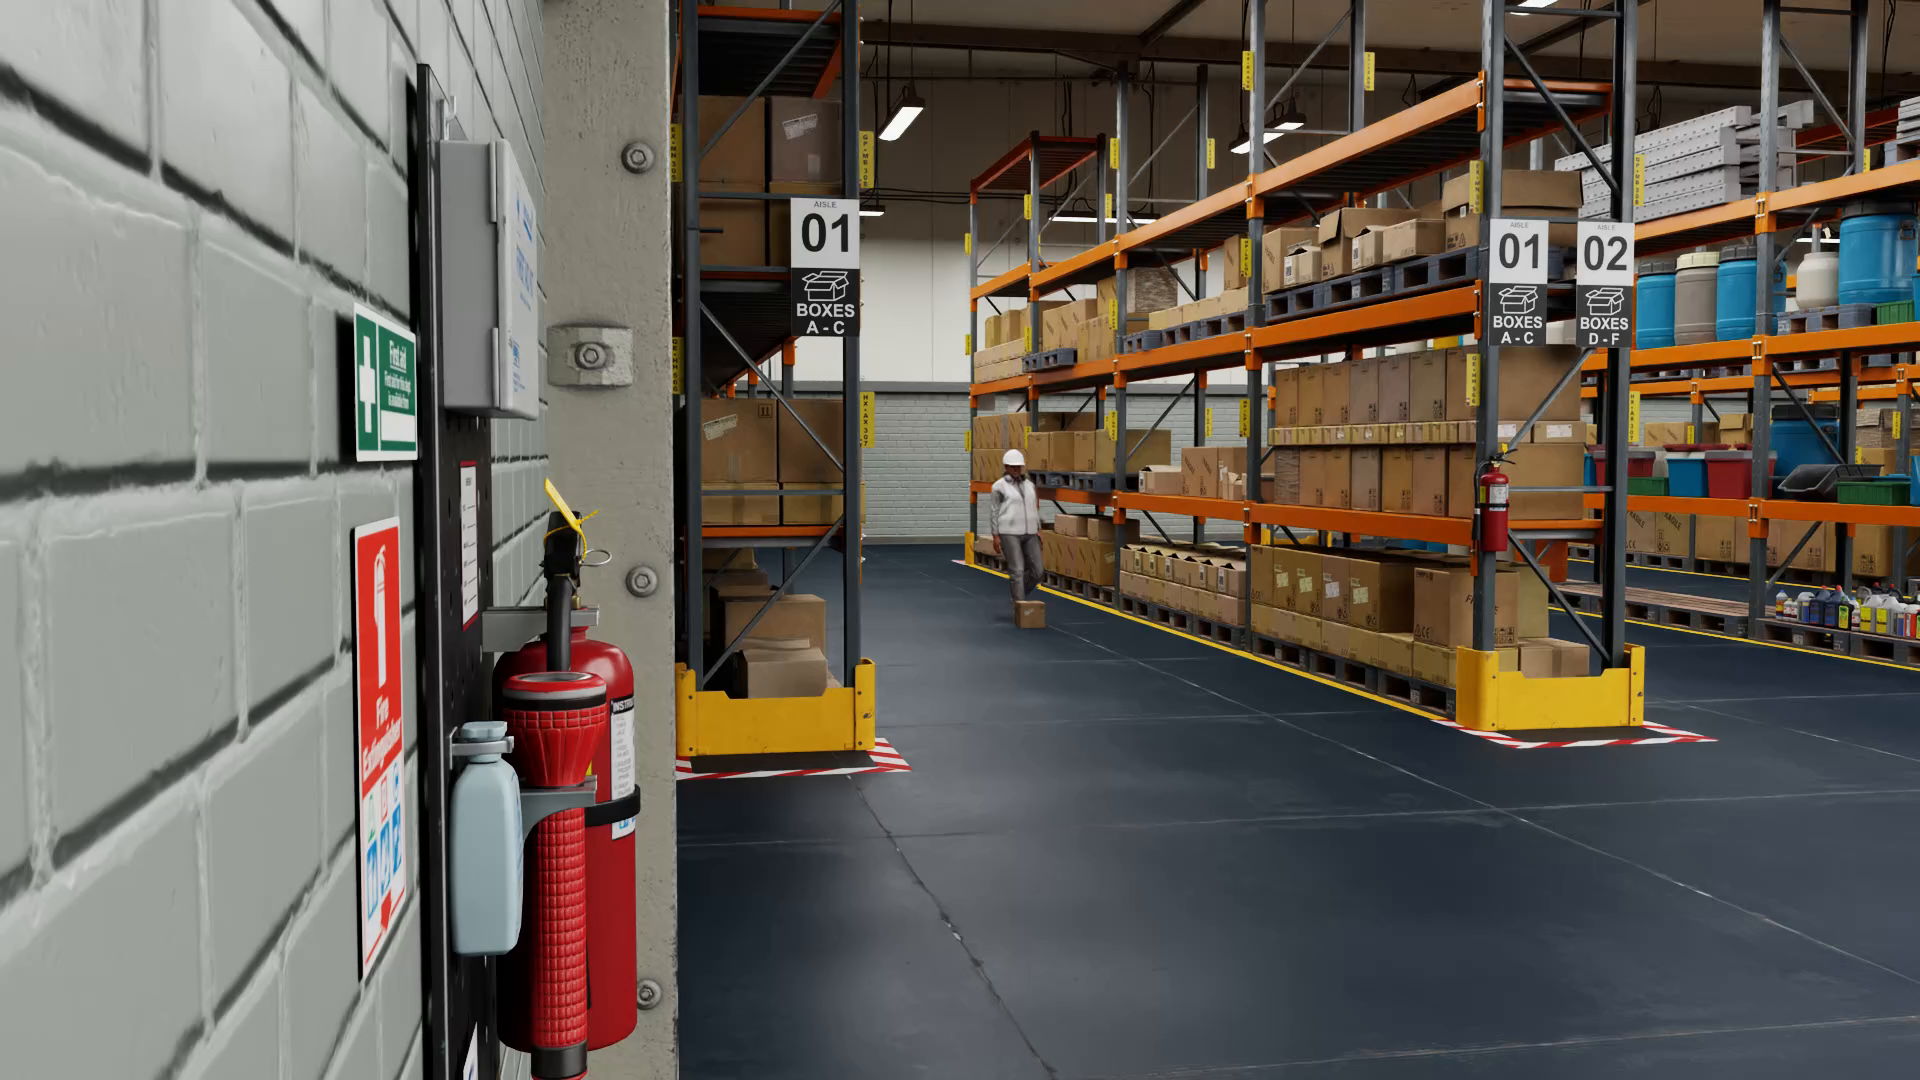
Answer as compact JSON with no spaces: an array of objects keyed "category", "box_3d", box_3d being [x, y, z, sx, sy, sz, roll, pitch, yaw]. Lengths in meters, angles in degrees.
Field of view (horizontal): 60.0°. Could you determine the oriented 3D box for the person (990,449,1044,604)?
[{"category":"person","box_3d":[0.618,-0.049,17.105,0.556,1.767,0.692,-2,3,-30]}]
